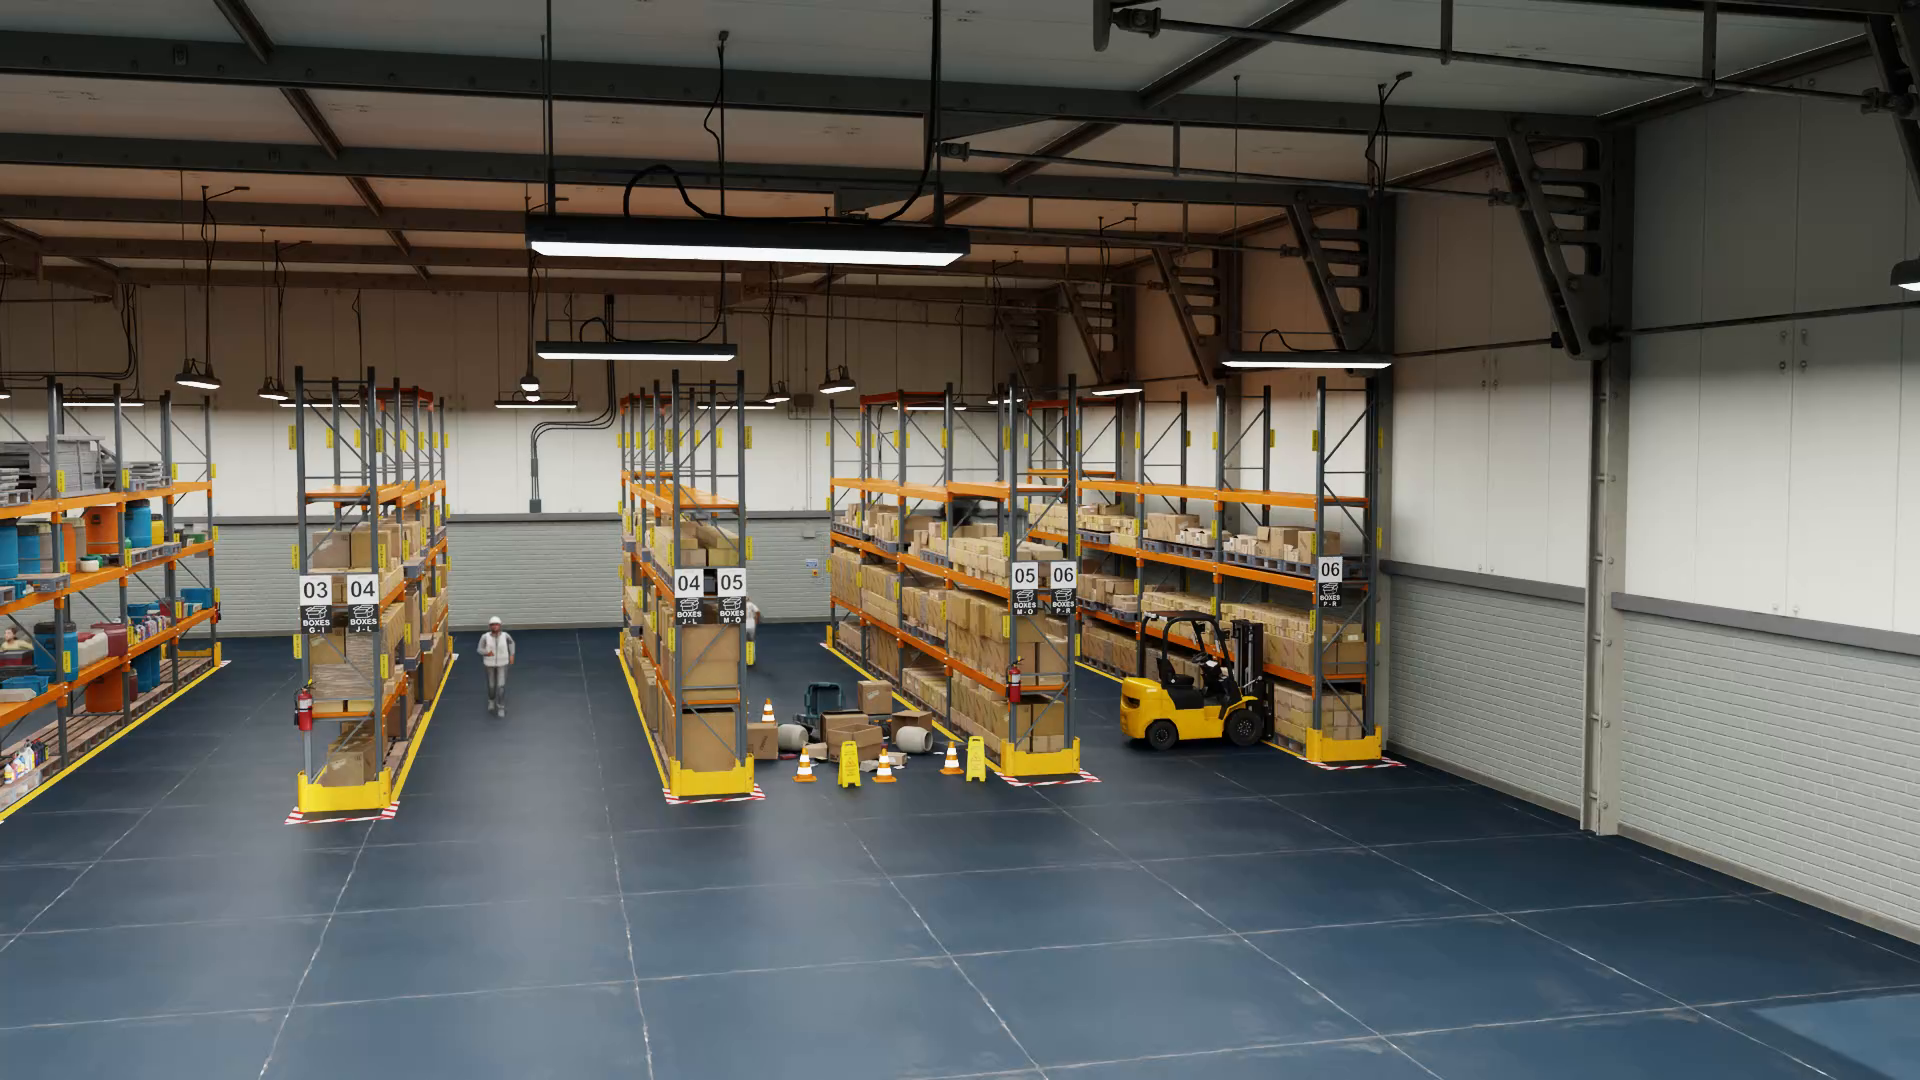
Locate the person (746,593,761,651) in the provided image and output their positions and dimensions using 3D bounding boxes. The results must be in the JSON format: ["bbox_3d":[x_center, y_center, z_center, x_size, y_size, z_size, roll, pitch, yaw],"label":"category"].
[{"bbox_3d":[-4.785,1.942,37.140,0.608,1.554,0.540,-1,4,-17],"label":"person"}]

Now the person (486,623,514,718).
[{"bbox_3d":[-8.438,2.326,30.419,0.543,1.763,0.836,-1,4,-17],"label":"person"}]
